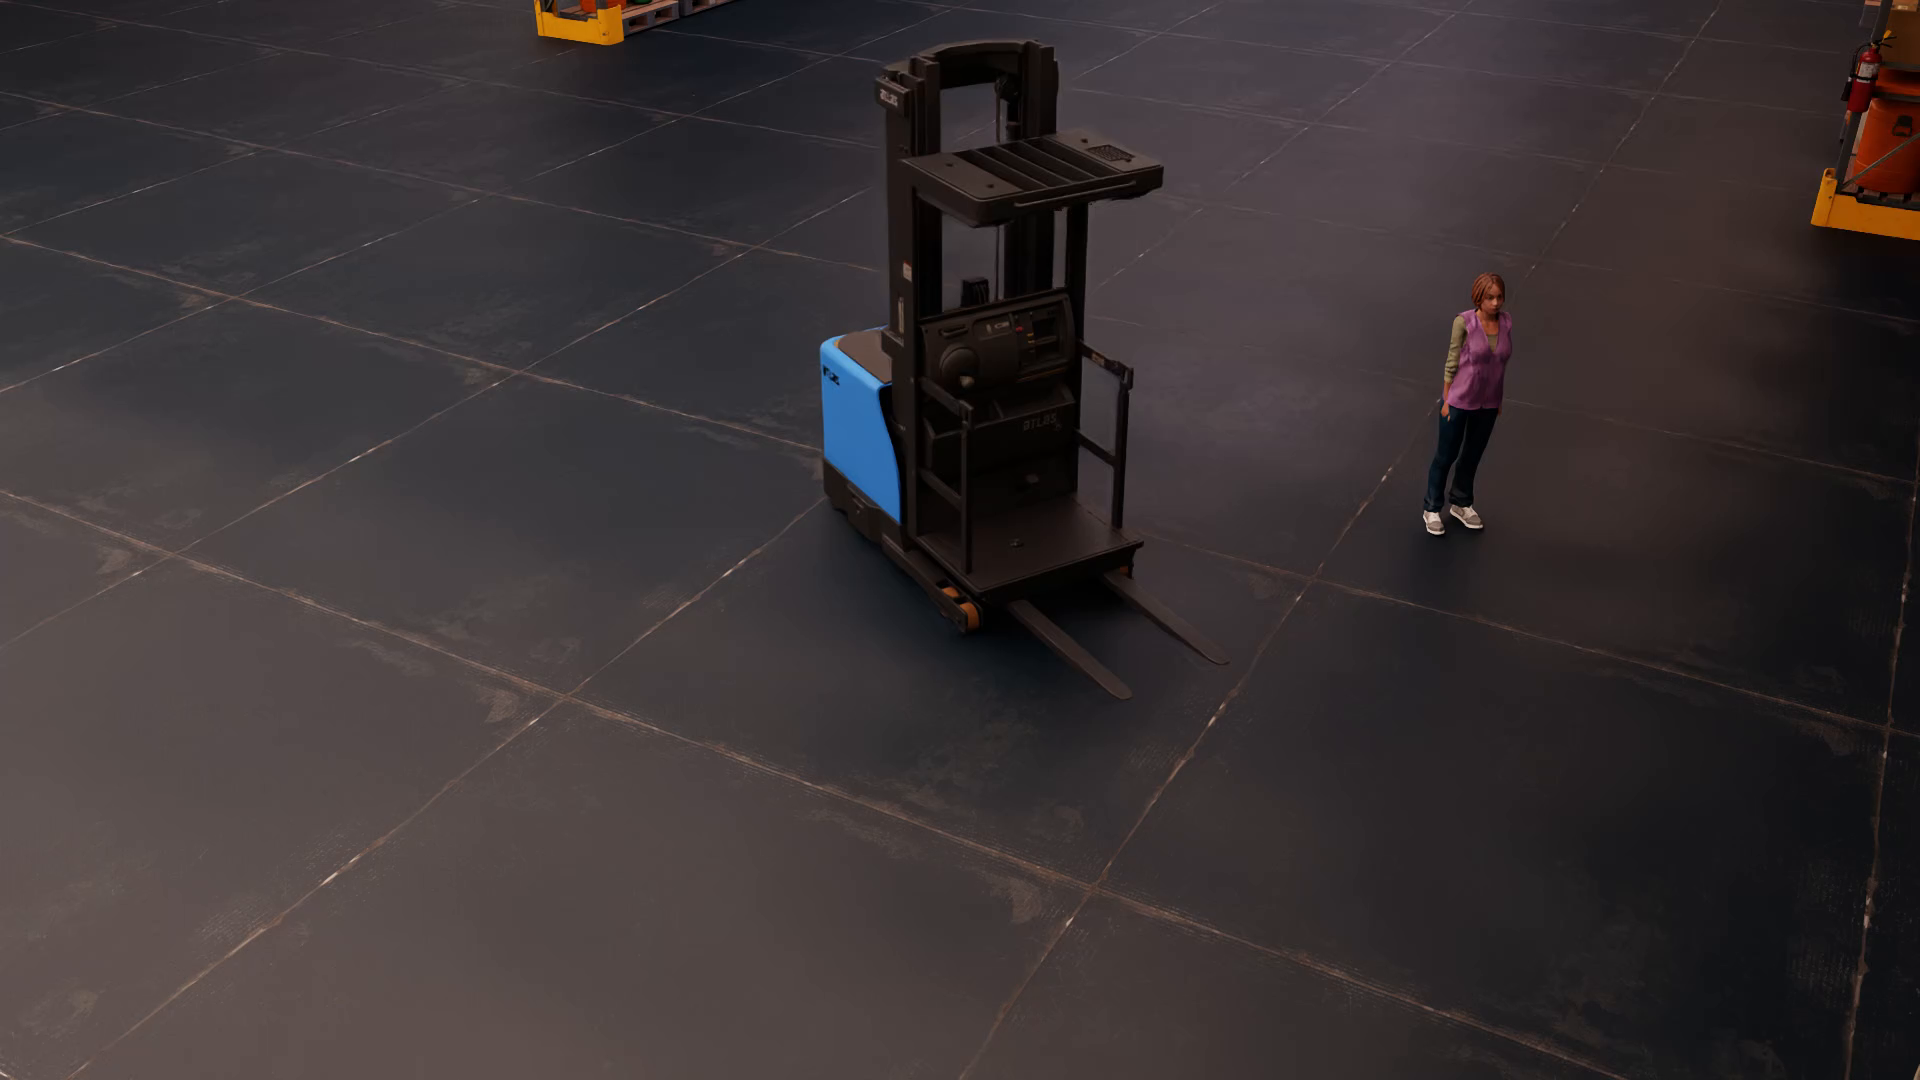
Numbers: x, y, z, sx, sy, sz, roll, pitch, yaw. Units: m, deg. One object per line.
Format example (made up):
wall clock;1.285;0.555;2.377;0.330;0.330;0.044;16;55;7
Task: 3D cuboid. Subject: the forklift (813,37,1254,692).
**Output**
forklift;0.371;-1.039;8.871;1.130;2.935;3.031;-20;35;-30

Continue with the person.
person;3.016;-0.805;9.798;0.411;1.602;0.331;-7;31;-12
